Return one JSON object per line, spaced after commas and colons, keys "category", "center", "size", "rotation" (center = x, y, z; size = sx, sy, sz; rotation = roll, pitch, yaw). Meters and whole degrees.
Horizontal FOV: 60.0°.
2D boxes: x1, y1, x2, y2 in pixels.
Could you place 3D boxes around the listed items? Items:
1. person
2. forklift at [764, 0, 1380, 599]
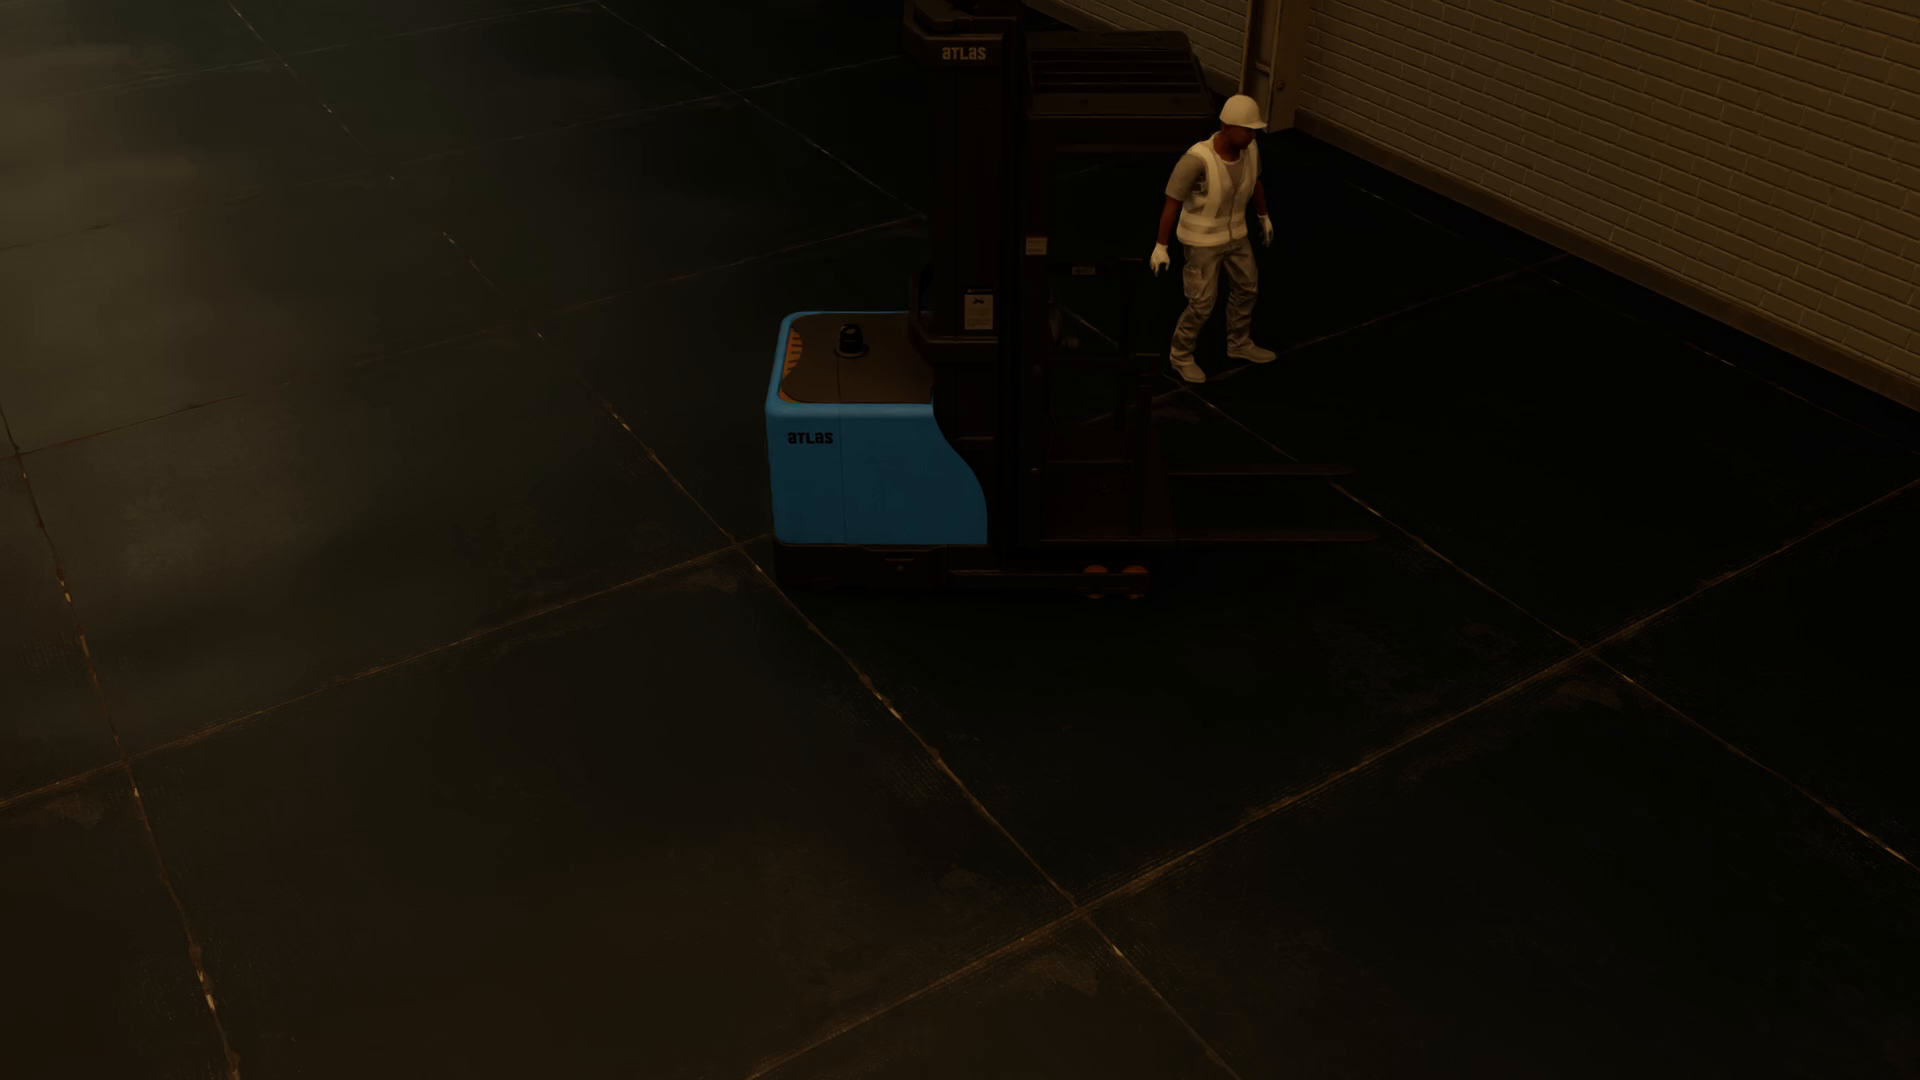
{"category": "person", "center": [1.519, -1.749, 9.666], "size": [0.860, 1.749, 0.432], "rotation": [-22, 41, -28]}
{"category": "forklift", "center": [0.587, -1.216, 7.878], "size": [3.031, 2.935, 1.130], "rotation": [0, 35, 0]}
